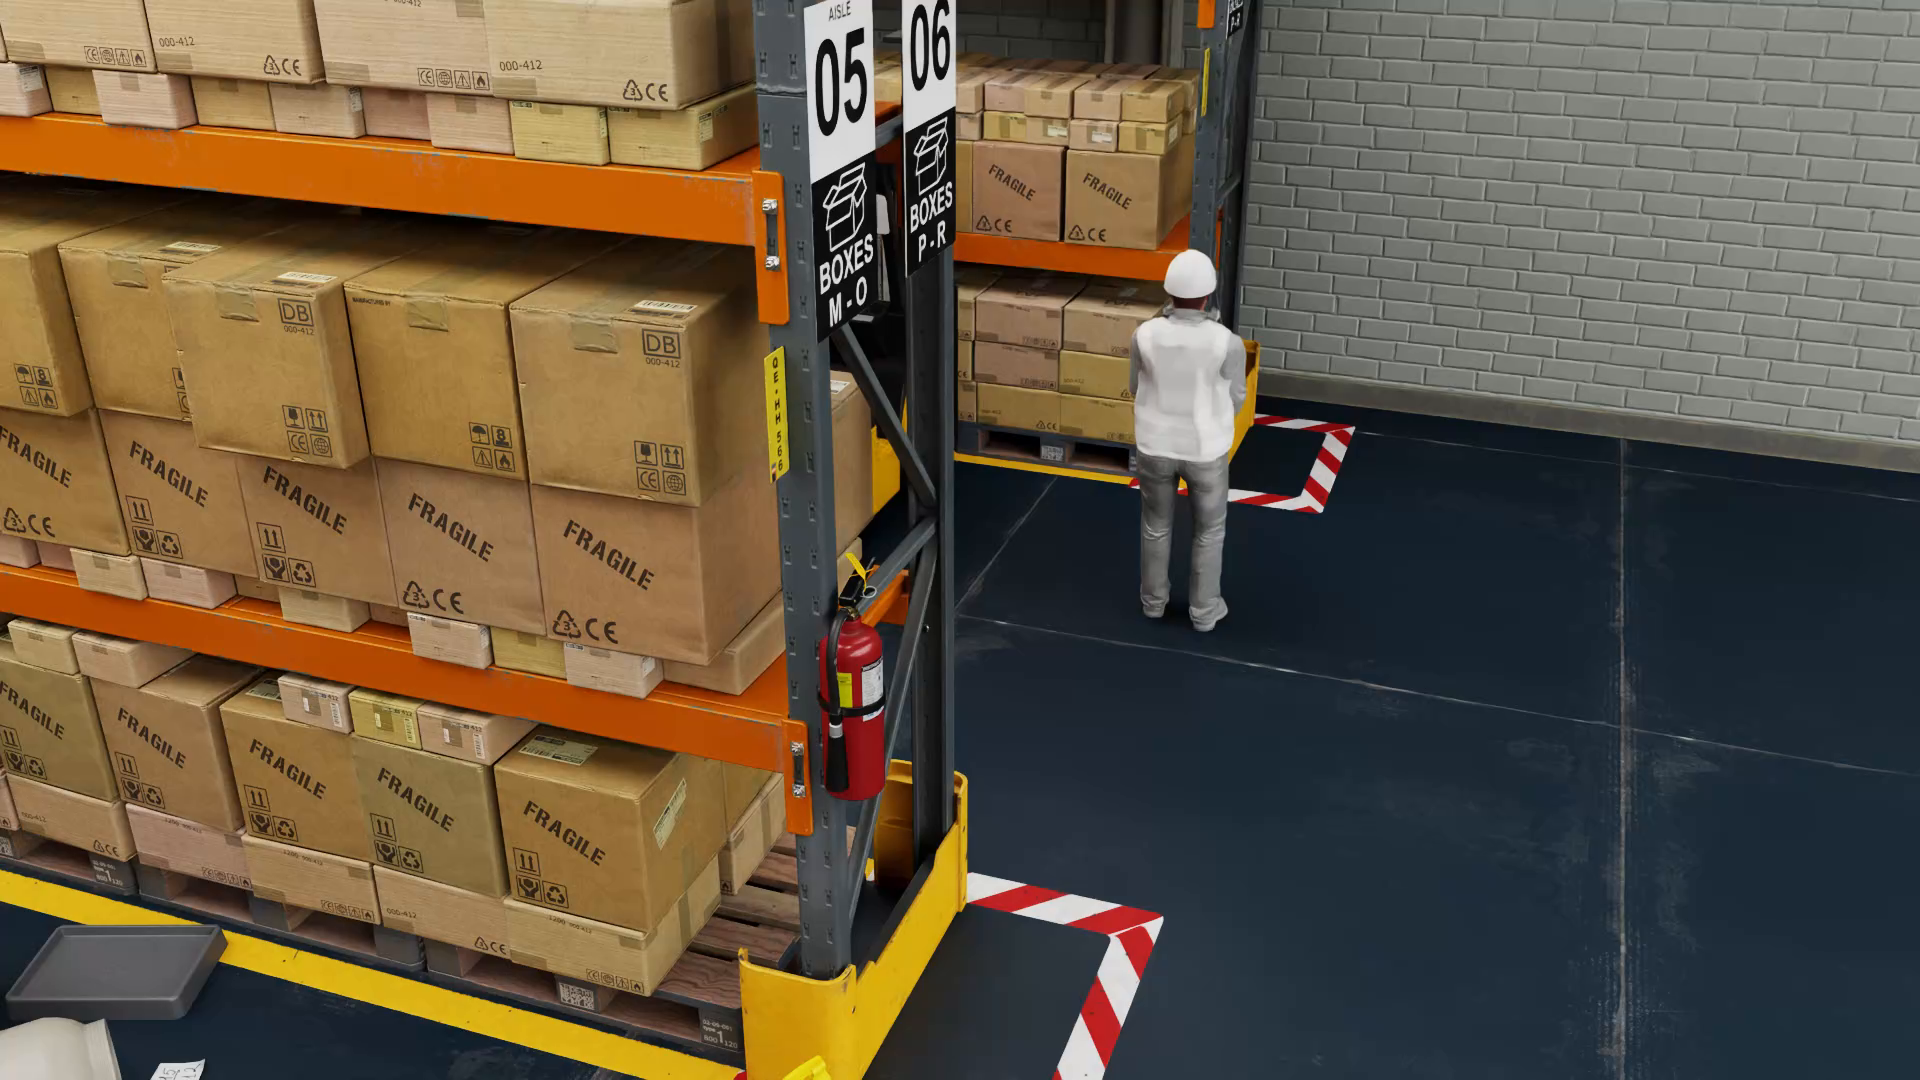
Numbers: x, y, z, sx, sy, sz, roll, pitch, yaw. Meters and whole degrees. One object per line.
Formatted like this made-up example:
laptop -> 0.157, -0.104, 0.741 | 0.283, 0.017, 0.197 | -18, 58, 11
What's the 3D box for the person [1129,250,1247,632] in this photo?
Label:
person -> 1.022, -0.461, 7.537 | 0.532, 1.779, 0.522 | 8, 27, 17
